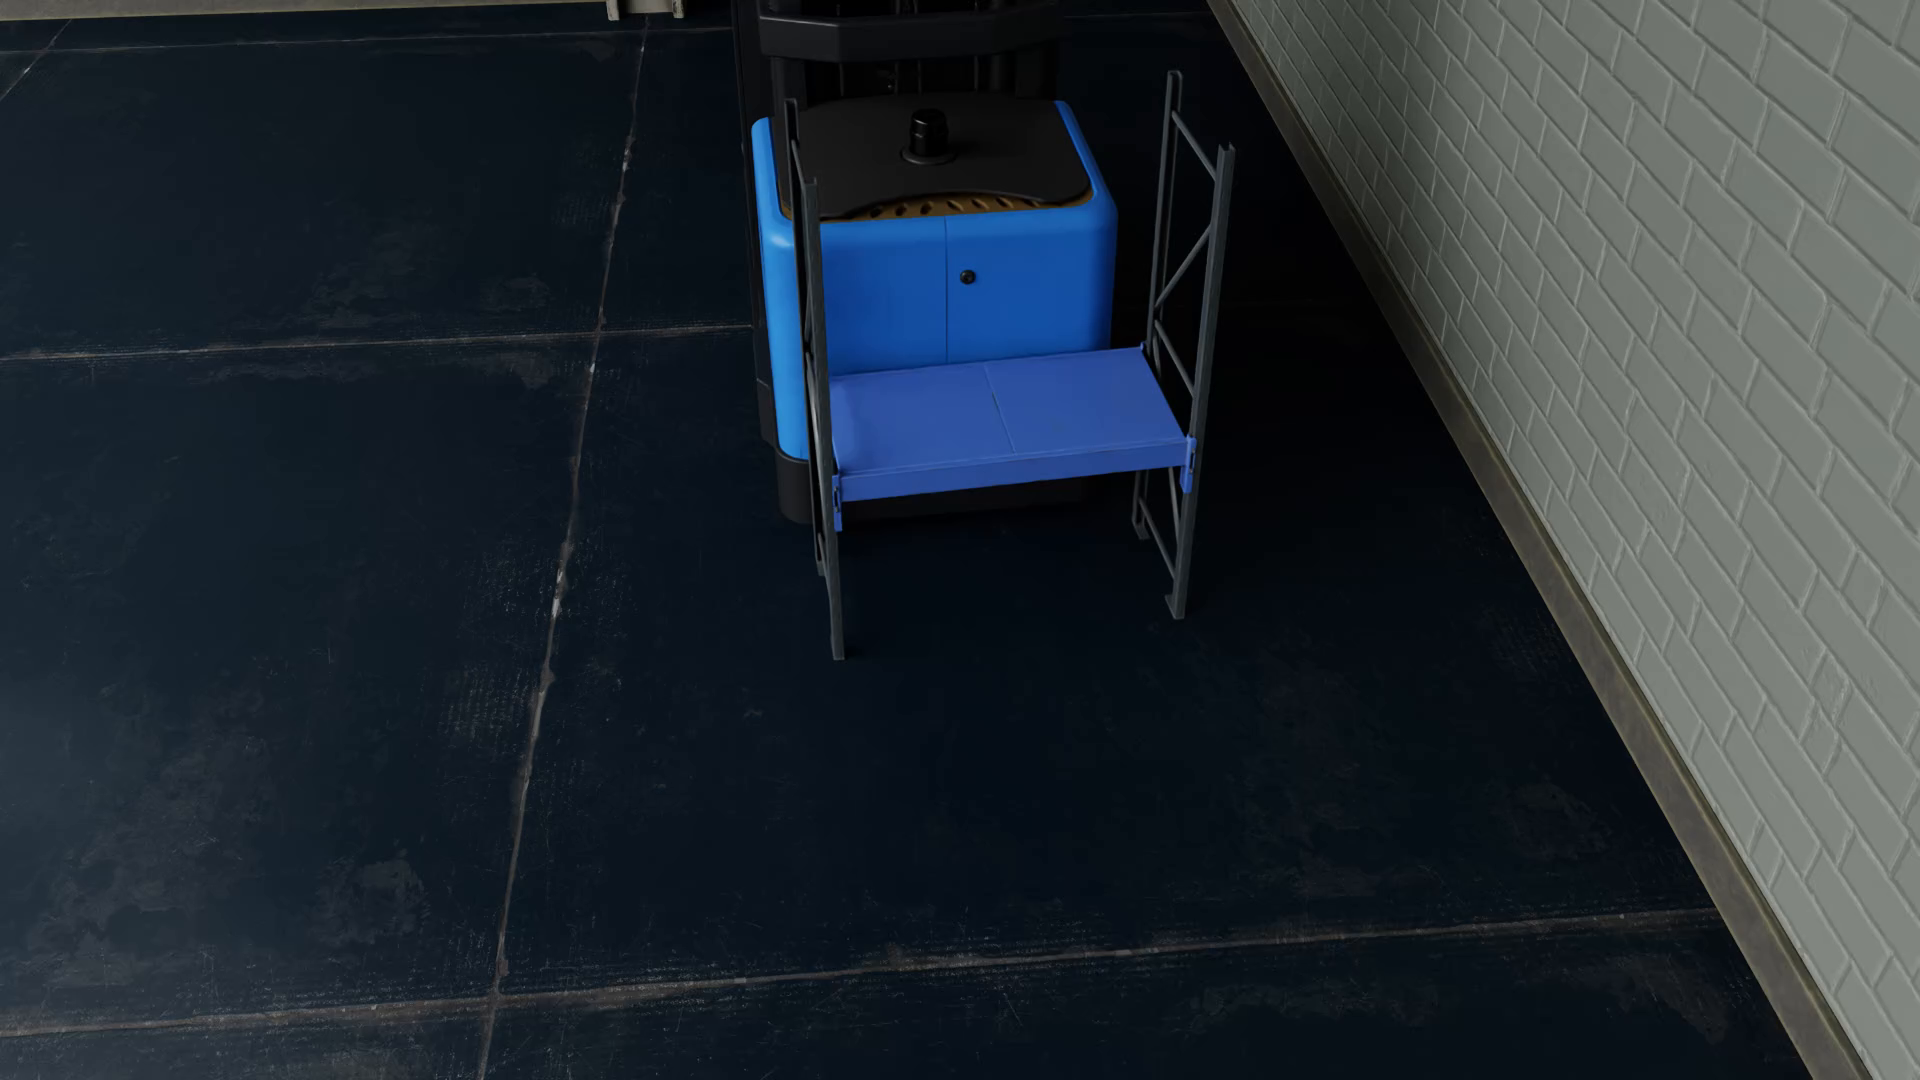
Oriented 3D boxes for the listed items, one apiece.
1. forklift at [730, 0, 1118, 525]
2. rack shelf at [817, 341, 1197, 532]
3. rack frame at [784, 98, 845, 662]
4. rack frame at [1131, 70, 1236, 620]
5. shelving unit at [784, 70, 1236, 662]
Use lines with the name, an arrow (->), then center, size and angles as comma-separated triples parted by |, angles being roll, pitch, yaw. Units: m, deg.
forklift -> -0.248, -2.107, 5.554 | 1.130, 2.935, 3.031 | -5, 39, -6
rack shelf -> 0.108, -0.306, 4.717 | 1.000, 0.185, 0.538 | -6, 39, -8
rack frame -> -0.392, -0.391, 4.535 | 0.032, 1.500, 0.500 | -6, 39, -8
rack frame -> 0.609, -0.503, 4.677 | 0.032, 1.500, 0.500 | -6, 39, -8
shelving unit -> 0.108, -0.447, 4.606 | 1.048, 1.500, 0.538 | -6, 39, -8
